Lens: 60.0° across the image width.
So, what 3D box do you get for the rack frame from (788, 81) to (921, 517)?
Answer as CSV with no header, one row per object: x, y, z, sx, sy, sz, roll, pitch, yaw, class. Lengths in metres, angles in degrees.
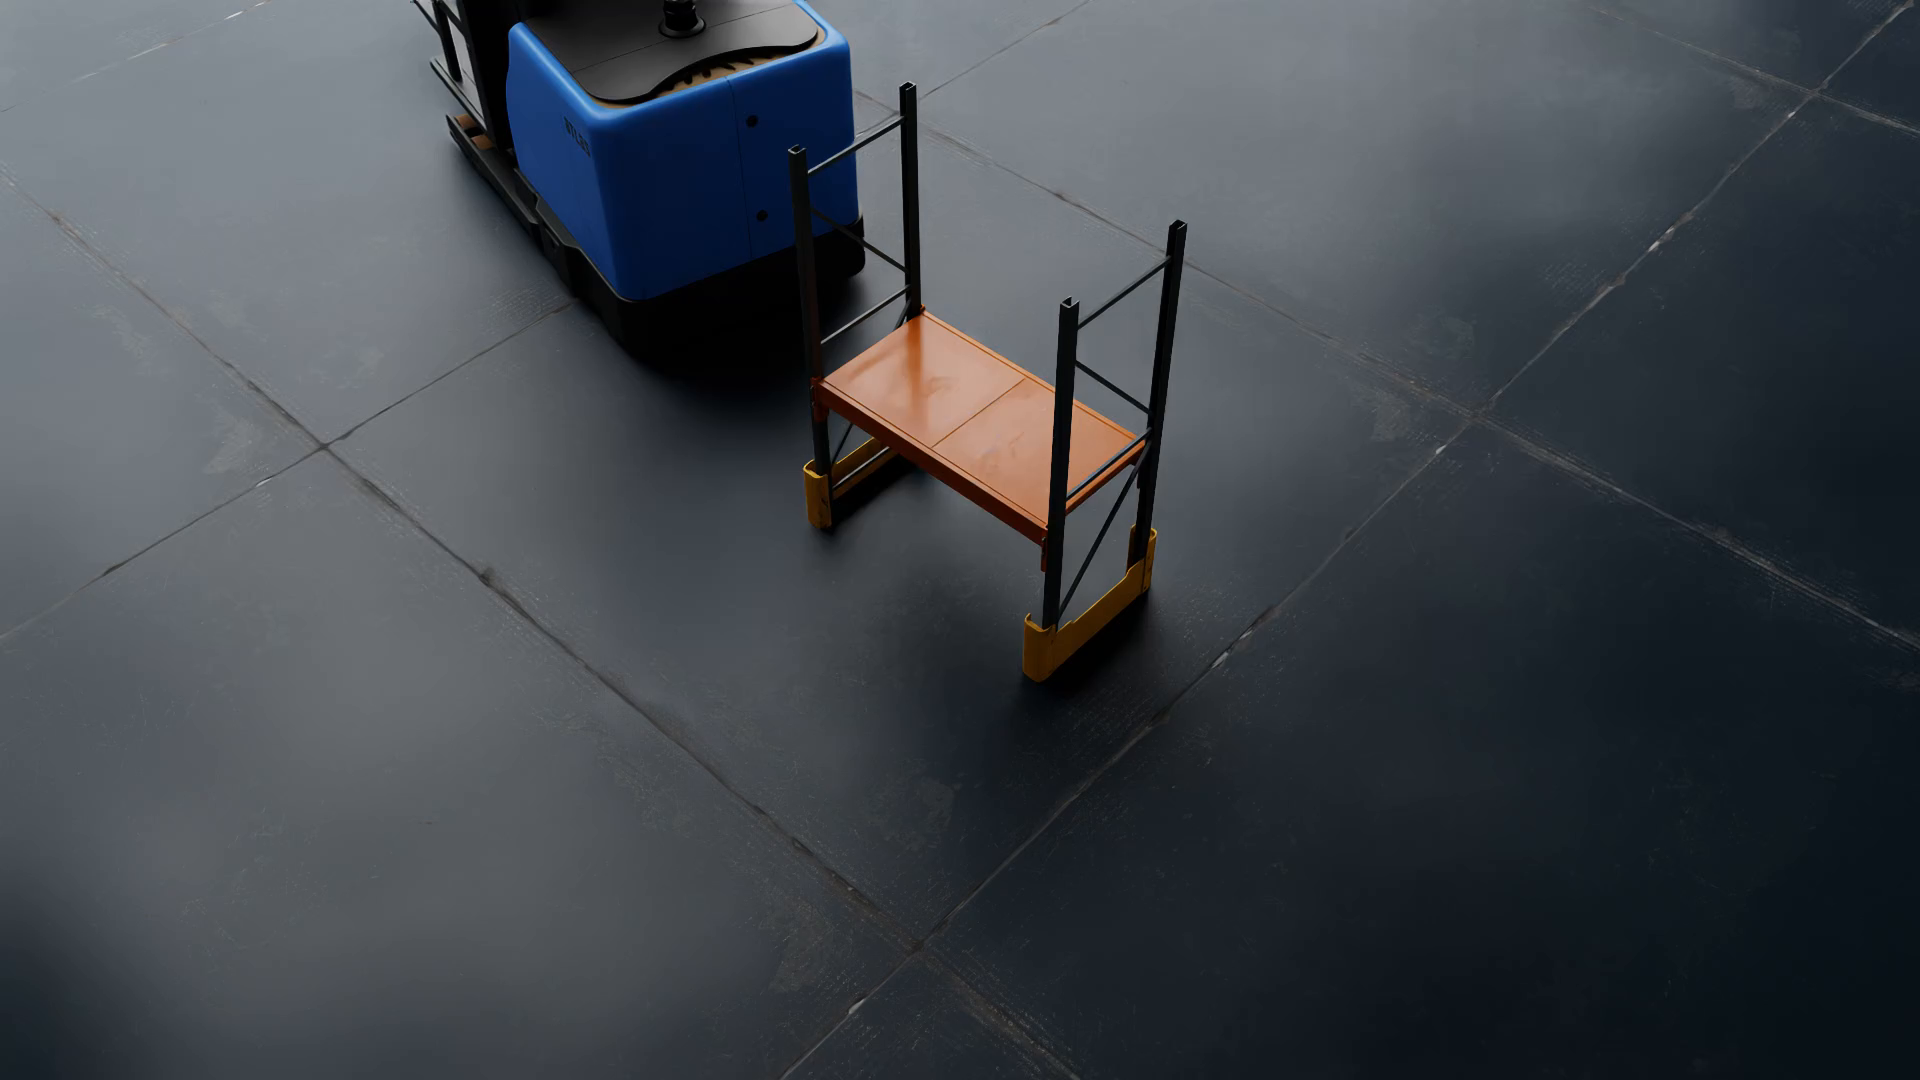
-0.311,-0.723,5.400,0.032,1.500,0.500,34,55,28,rack frame

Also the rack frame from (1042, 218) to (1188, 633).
0.436,-0.220,4.928,0.032,1.500,0.500,34,55,28,rack frame

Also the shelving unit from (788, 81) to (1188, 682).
0.056,-0.476,5.168,1.083,1.500,0.587,34,55,28,shelving unit

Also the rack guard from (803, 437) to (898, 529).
-0.310,-0.294,5.855,0.087,0.250,0.587,34,55,28,rack guard

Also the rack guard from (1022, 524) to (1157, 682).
0.422,0.198,5.392,0.087,0.250,0.587,34,55,28,rack guard

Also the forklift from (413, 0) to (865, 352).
-1.598,-2.772,6.342,1.130,2.935,3.031,-25,52,-22,forklift

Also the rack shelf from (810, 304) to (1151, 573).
0.063,-0.348,5.295,1.000,0.185,0.538,34,55,28,rack shelf
